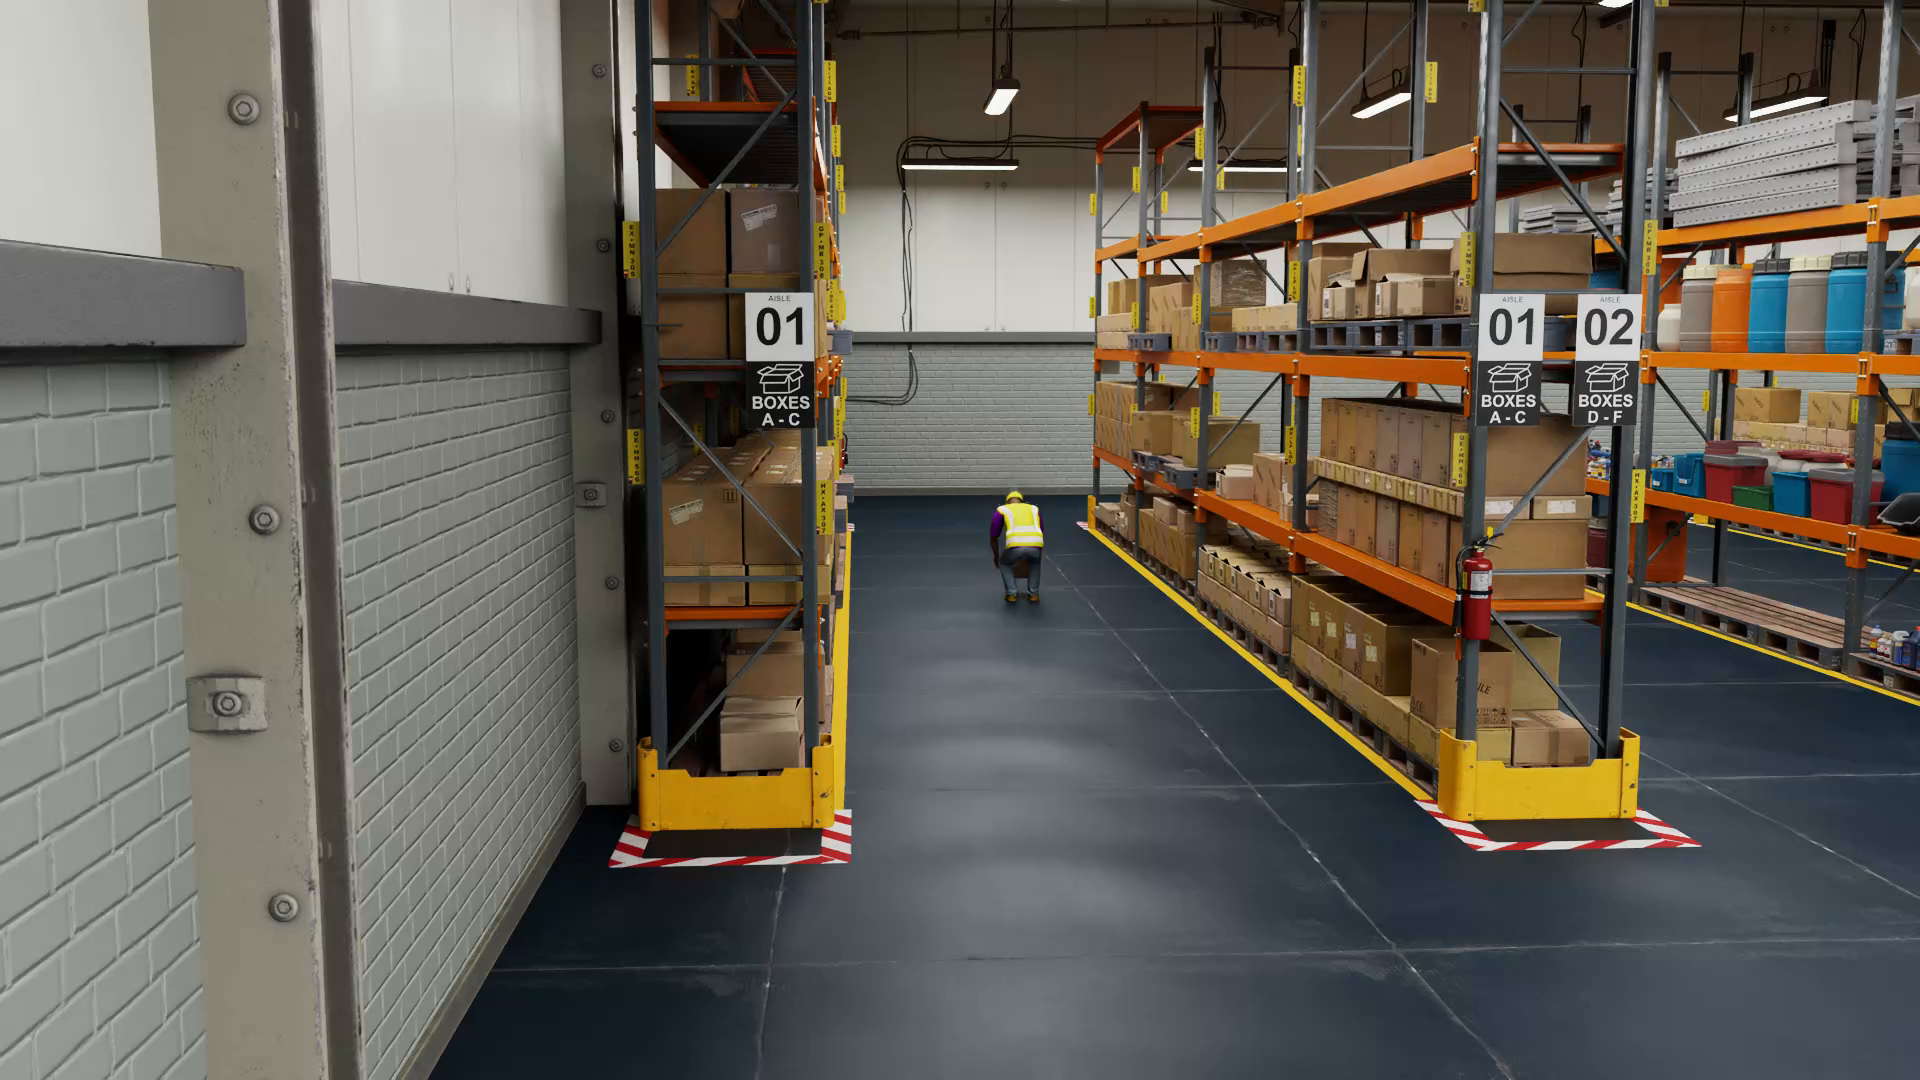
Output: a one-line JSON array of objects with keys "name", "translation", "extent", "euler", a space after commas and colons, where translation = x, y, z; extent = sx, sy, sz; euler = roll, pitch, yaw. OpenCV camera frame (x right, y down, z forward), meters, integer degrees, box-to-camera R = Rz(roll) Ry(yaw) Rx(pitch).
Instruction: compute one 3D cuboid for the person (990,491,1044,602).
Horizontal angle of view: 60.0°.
[{"name": "person", "translation": [0.657, 0.078, 18.875], "extent": [0.620, 1.204, 0.839], "euler": [0, 7, -4]}]
